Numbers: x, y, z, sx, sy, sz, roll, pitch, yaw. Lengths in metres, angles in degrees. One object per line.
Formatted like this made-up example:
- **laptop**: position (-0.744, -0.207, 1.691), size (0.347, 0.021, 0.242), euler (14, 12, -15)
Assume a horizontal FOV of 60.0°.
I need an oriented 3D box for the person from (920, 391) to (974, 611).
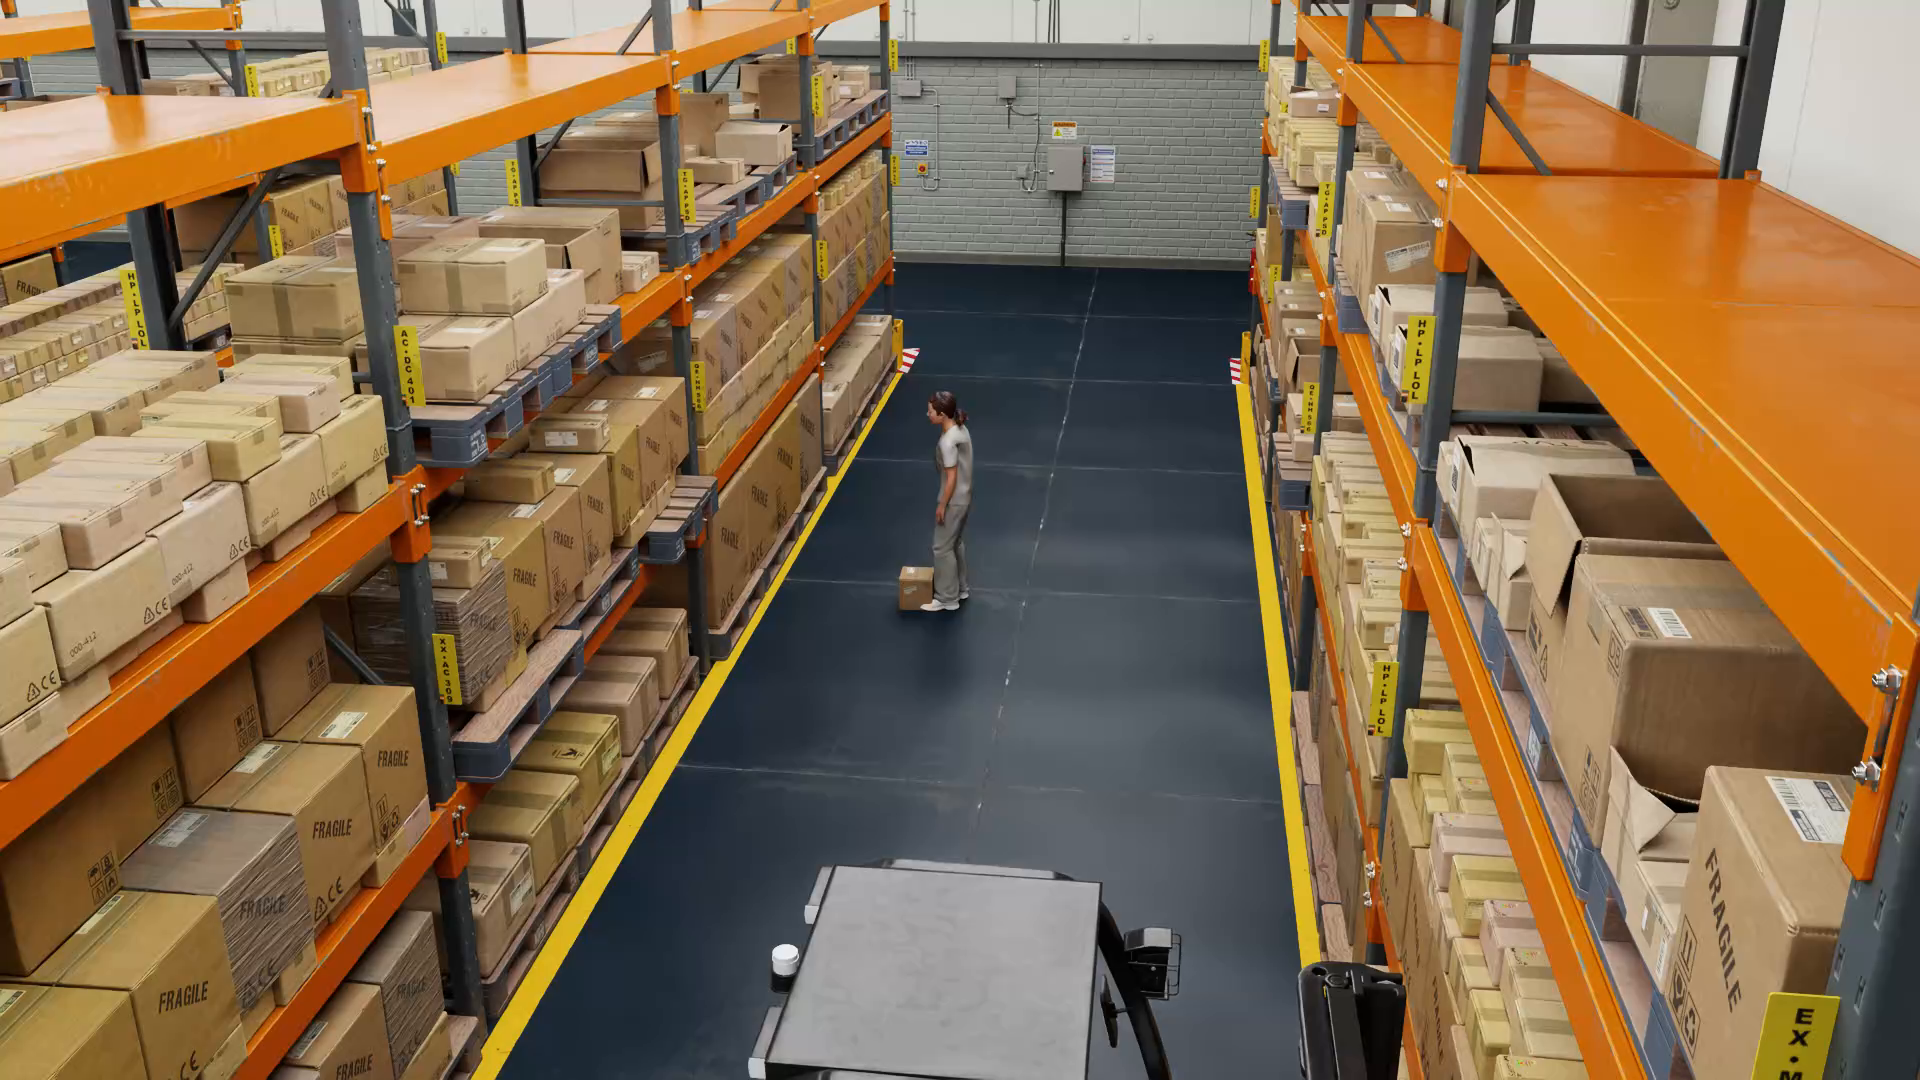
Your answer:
- **person**: position (-0.099, -0.294, 12.242), size (0.404, 1.673, 0.486), euler (3, 21, 7)
